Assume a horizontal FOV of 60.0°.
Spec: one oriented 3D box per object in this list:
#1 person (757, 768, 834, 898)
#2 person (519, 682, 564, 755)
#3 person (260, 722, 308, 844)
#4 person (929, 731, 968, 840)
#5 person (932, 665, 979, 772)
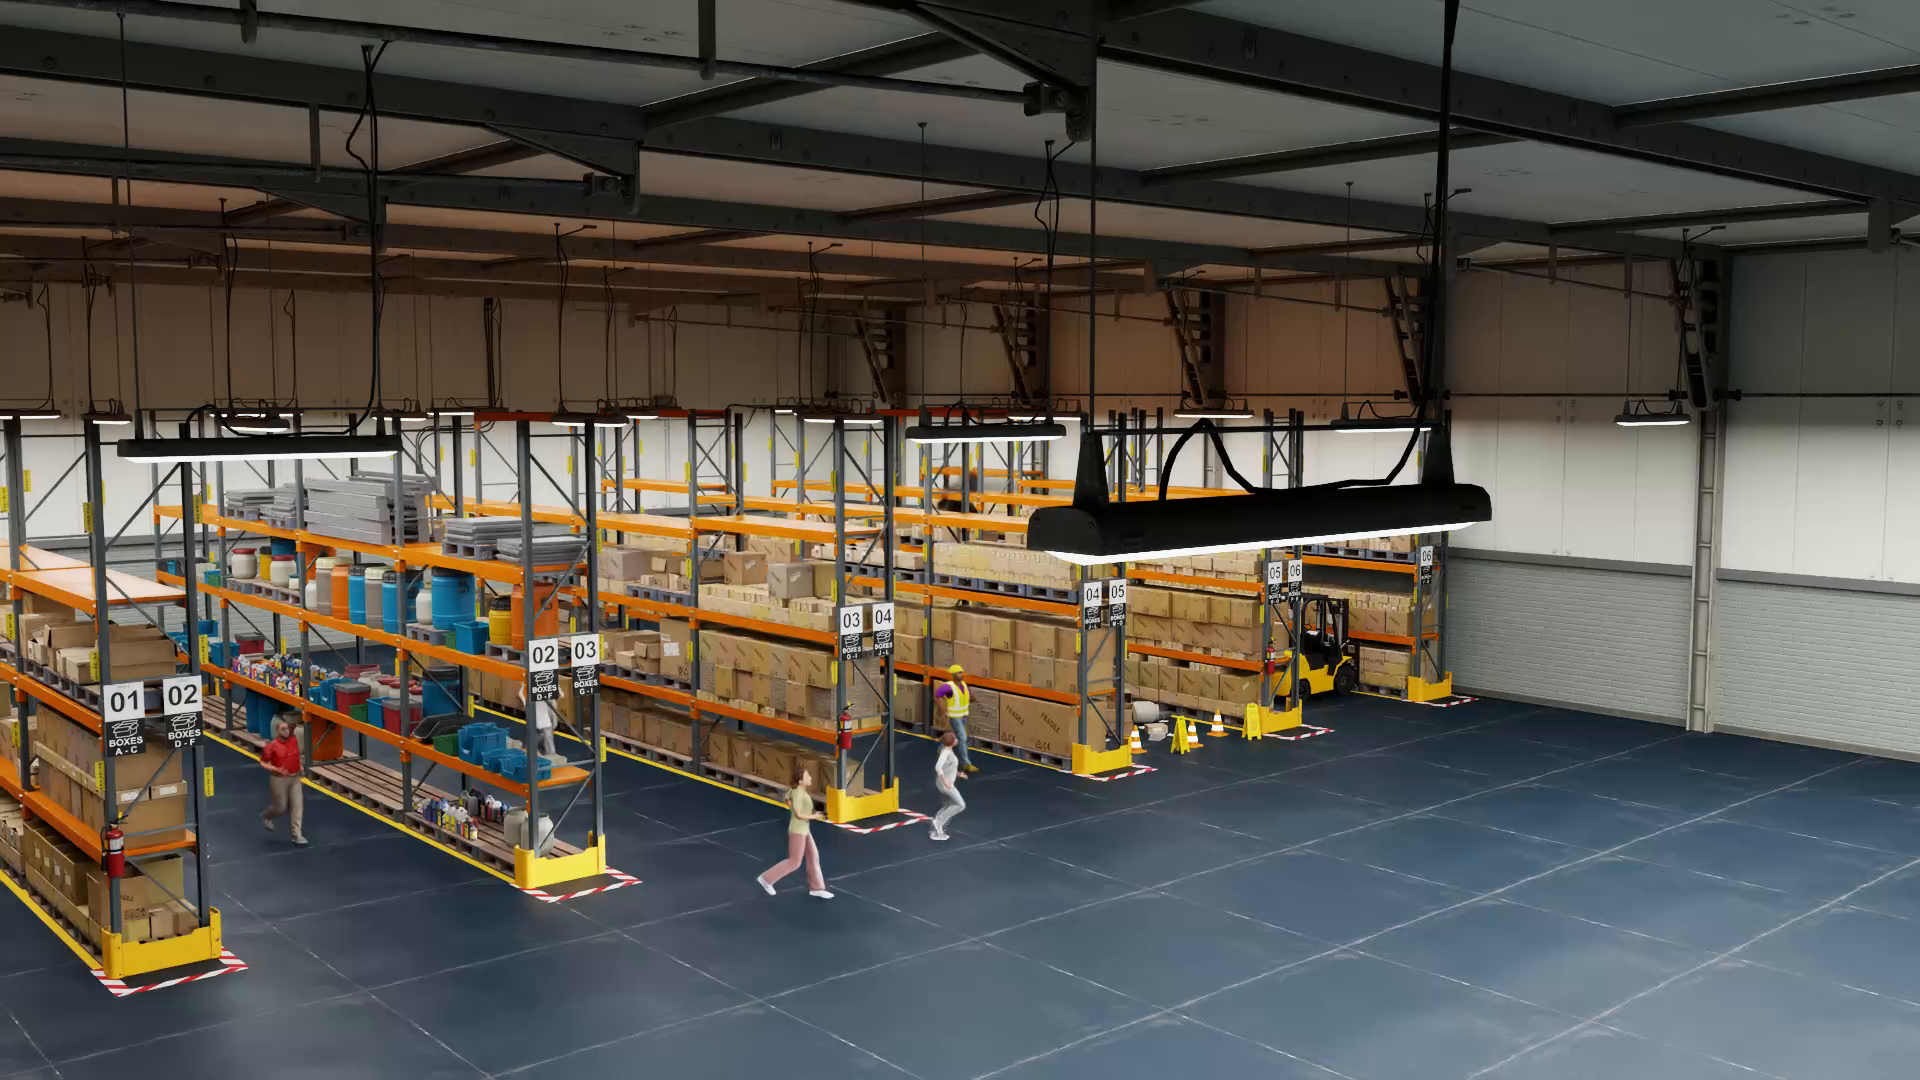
[{"bbox_3d":[-2.059,3.676,20.801,0.950,1.675,0.585,0,5,-5],"label":"person"},{"bbox_3d":[-7.017,3.045,28.133,1.065,1.565,0.703,4,6,38],"label":"person"},{"bbox_3d":[-9.529,3.405,23.483,0.945,1.700,0.665,4,6,37],"label":"person"},{"bbox_3d":[-0.165,3.486,23.650,0.569,1.546,0.510,0,5,-4],"label":"person"},{"bbox_3d":[-0.044,2.967,27.981,0.990,1.748,0.701,4,6,37],"label":"person"}]
